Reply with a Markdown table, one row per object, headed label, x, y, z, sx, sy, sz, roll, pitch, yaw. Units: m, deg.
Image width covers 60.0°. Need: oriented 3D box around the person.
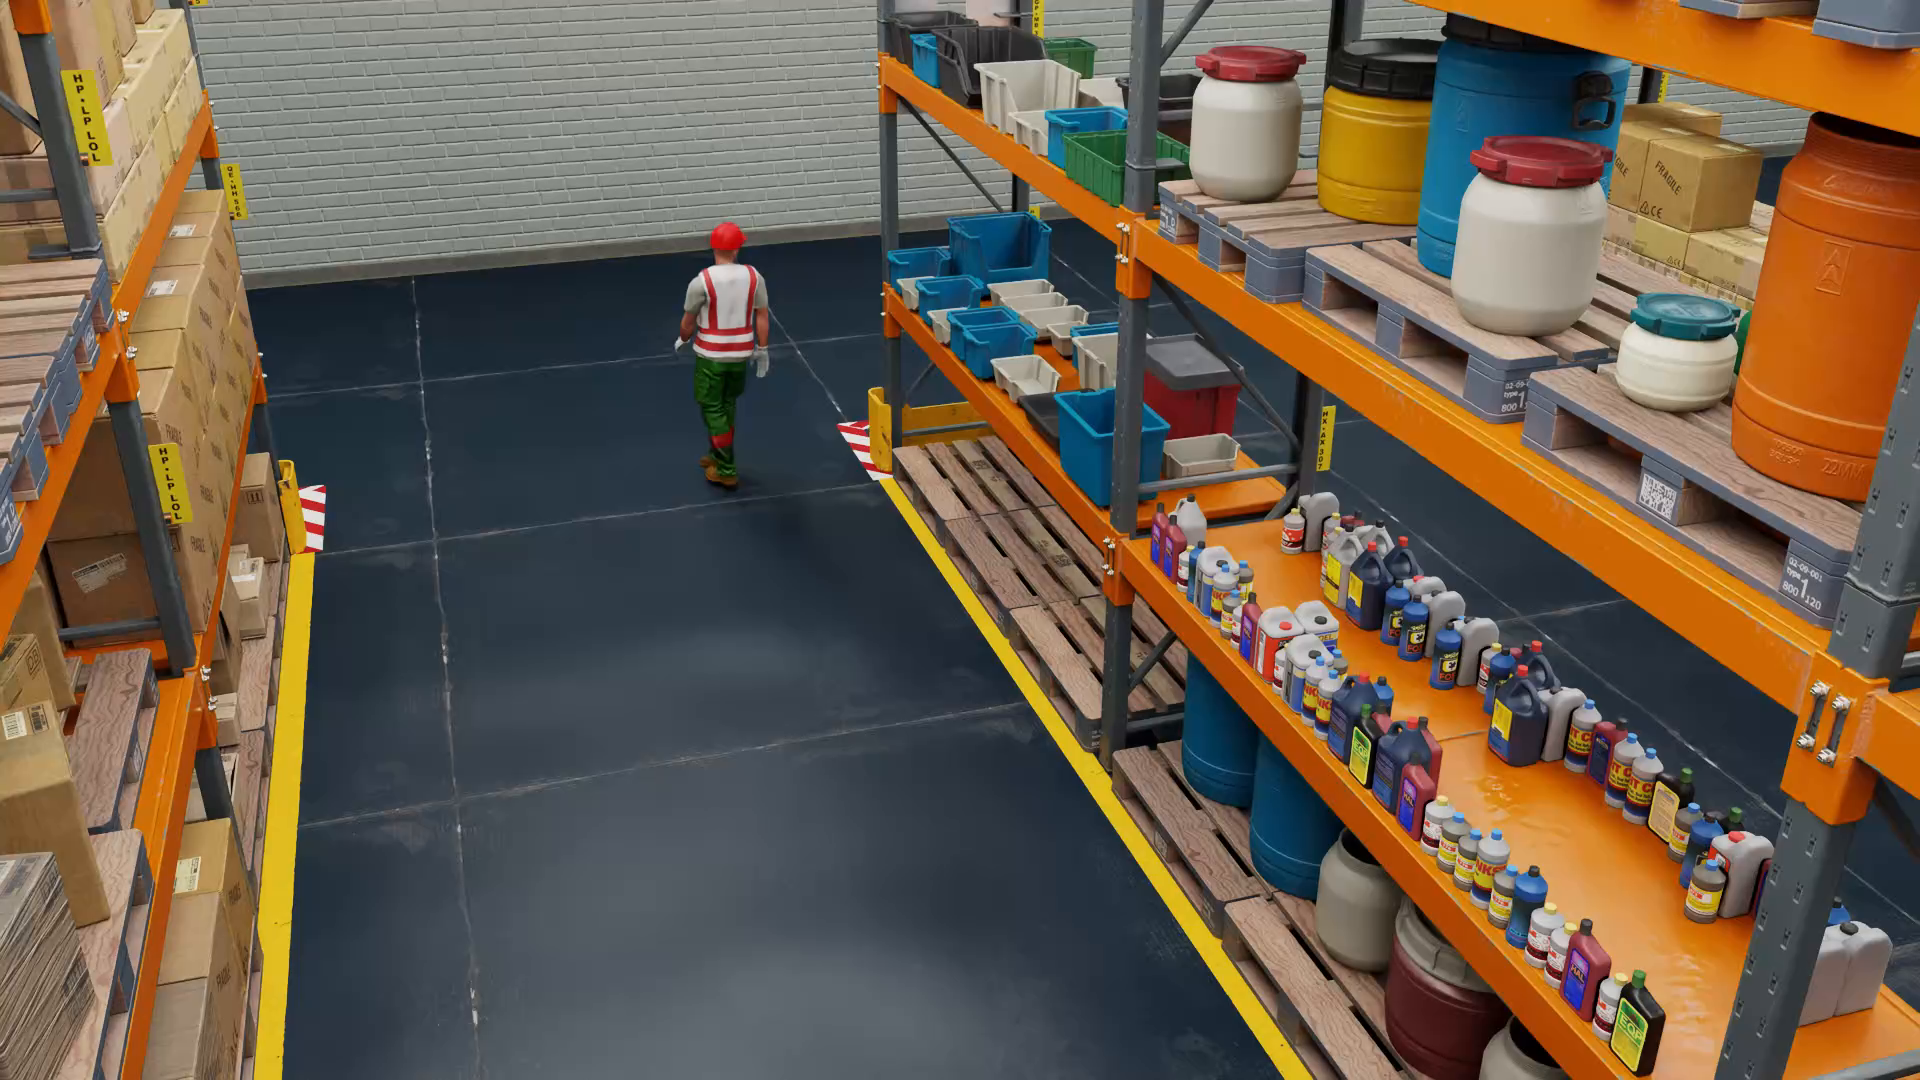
| label | x | y | z | sx | sy | sz | roll | pitch | yaw |
| --- | --- | --- | --- | --- | --- | --- | --- | --- | --- |
| person | -1.612 | -1.269 | 11.159 | 0.553 | 1.799 | 0.602 | -16 | 31 | -30 |
